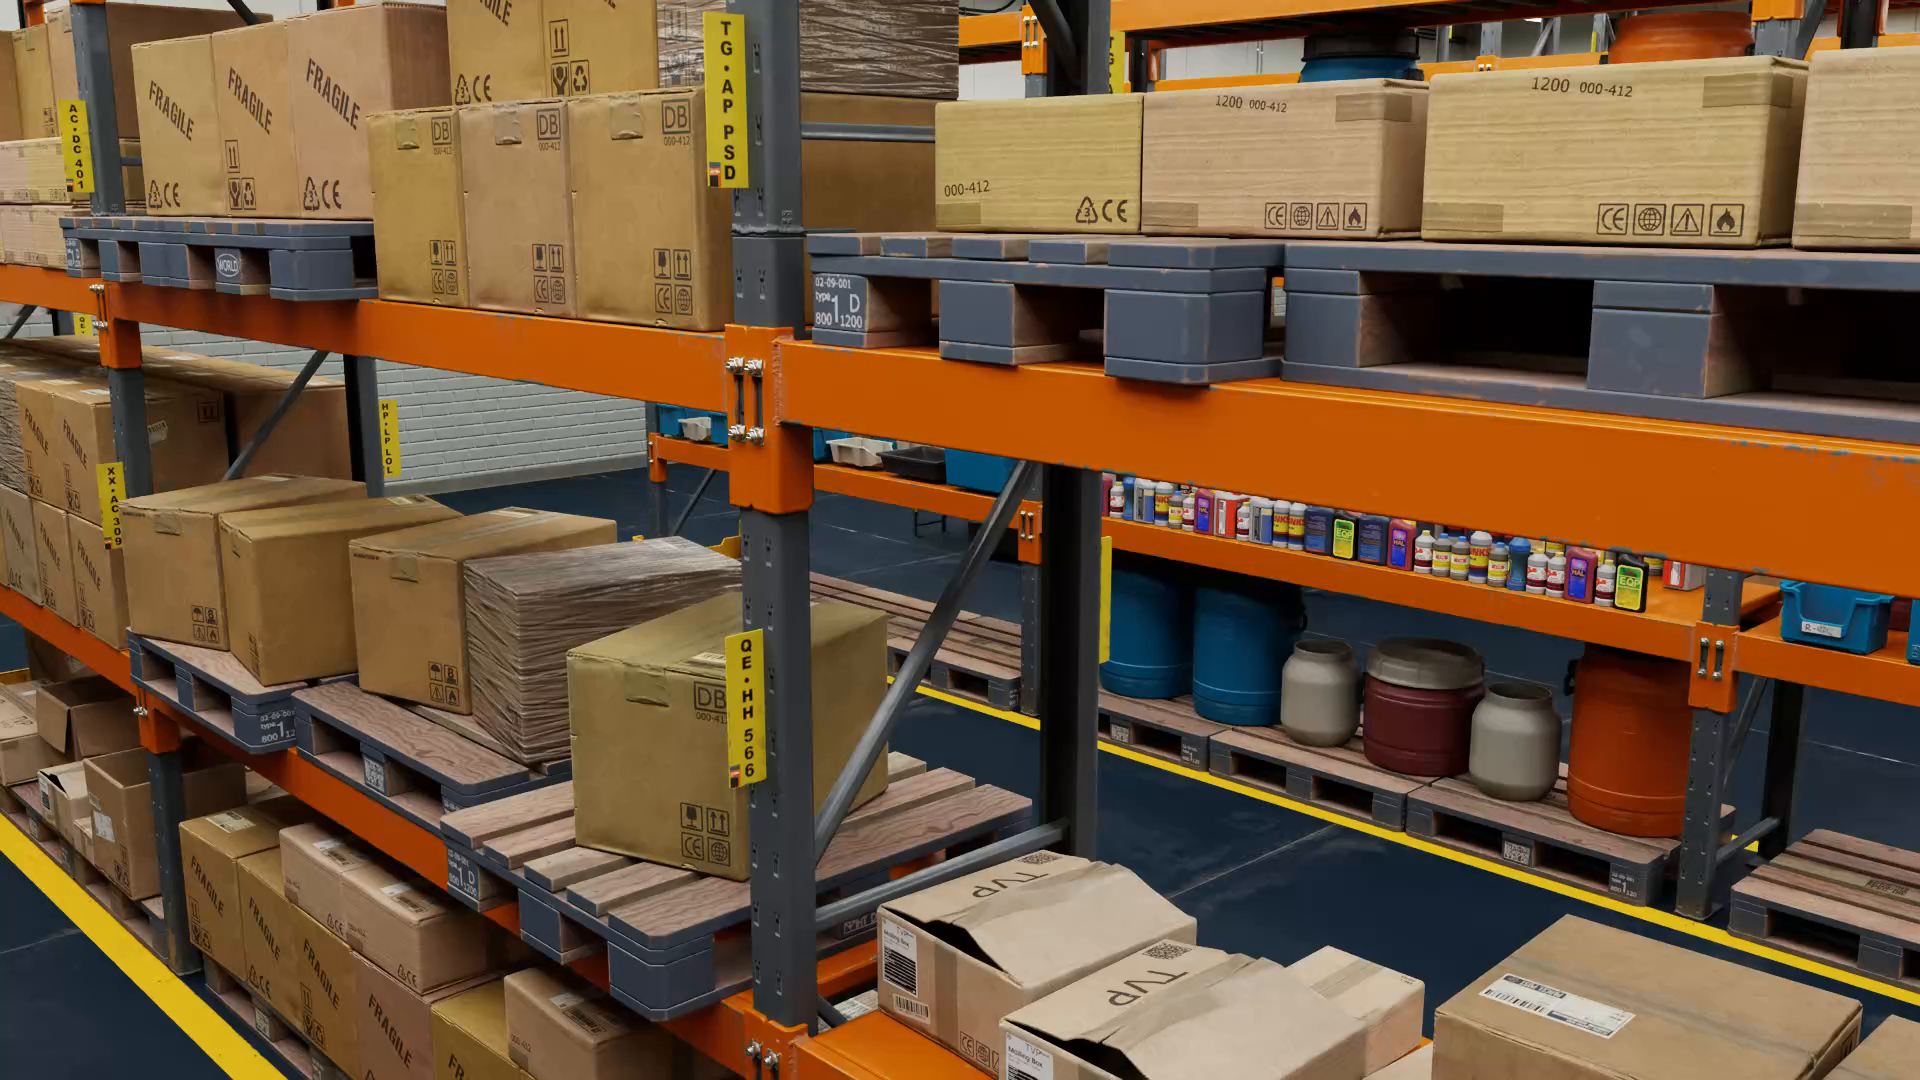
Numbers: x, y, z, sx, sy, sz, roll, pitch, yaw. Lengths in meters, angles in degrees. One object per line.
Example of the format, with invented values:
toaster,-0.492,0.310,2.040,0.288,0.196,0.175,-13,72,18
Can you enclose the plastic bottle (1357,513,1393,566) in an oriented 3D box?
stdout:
plastic bottle,2.074,-0.060,8.229,0.144,0.351,0.185,-11,16,-43

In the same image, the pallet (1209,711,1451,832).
pallet,2.118,1.190,8.951,1.003,0.211,1.213,-11,16,-43

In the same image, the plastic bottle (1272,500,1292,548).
plastic bottle,1.672,-0.099,8.616,0.097,0.271,0.097,0,12,0

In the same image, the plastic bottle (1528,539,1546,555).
plastic bottle,2.927,-0.067,8.430,0.061,0.283,0.133,-11,16,-43

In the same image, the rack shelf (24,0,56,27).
rack shelf,-4.198,-2.659,7.646,1.077,0.370,4.000,-11,16,-43

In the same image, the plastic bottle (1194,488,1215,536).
plastic bottle,1.326,-0.173,8.944,0.061,0.283,0.133,-11,16,-43

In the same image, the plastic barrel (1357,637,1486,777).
plastic barrel,2.401,0.853,8.612,0.600,0.588,0.708,-11,16,-43

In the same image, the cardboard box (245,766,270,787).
cardboard box,-3.555,1.173,8.053,0.380,0.166,0.250,-11,16,-43

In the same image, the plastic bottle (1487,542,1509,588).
plastic bottle,2.515,0.113,7.758,0.097,0.201,0.097,0,12,0

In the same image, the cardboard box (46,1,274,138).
cardboard box,-3.180,-1.856,6.667,0.700,0.500,0.500,-11,16,-43

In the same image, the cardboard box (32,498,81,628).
cardboard box,-3.705,0.056,7.296,0.500,0.500,0.500,-10,16,-41

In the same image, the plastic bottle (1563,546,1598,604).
plastic bottle,2.783,0.135,7.449,0.061,0.283,0.133,-11,16,-43

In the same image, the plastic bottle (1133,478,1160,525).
plastic bottle,1.065,-0.238,9.277,0.152,0.276,0.135,-11,16,-43

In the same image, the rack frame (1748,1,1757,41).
rack frame,12.343,-6.758,25.750,1.000,3.000,0.127,-11,16,-43

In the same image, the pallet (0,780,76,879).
pallet,-4.137,1.305,8.395,1.003,0.211,1.213,-11,16,-43

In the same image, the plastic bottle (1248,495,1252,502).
plastic bottle,1.562,-0.177,8.983,0.152,0.276,0.135,-11,16,-43

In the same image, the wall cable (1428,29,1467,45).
wall cable,9.371,-10.484,30.053,2.988,3.039,0.133,-11,16,-43

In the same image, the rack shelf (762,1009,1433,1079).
rack shelf,1.327,1.445,2.584,1.077,0.370,4.000,-11,16,-43

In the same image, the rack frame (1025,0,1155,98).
rack frame,0.768,-3.411,9.504,1.000,3.000,0.127,-11,16,-43

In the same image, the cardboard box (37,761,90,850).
cardboard box,-3.933,1.166,7.732,0.500,0.311,0.500,-11,16,-43

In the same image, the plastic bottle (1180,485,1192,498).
plastic bottle,1.374,-0.350,10.005,0.097,0.201,0.097,0,12,0

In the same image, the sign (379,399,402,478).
sign,-2.418,-0.428,7.023,0.100,0.325,0.005,-11,16,-43

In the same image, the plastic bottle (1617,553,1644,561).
plastic bottle,3.272,0.006,8.076,0.061,0.283,0.133,-11,16,-43

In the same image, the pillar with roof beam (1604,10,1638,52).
pillar with roof beam,8.019,-6.677,25.358,9.100,9.000,0.548,-11,16,-43

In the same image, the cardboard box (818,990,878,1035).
cardboard box,-0.528,1.628,5.019,0.500,0.500,0.500,11,16,43

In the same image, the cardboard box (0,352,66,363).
cardboard box,-4.755,-0.655,8.269,0.500,0.500,0.500,-11,16,-42

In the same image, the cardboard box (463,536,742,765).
cardboard box,-1.064,0.310,5.023,0.700,0.500,0.500,-7,14,-32

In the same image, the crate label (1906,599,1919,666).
crate label,4.021,0.277,6.386,0.502,0.435,0.616,-11,16,-43

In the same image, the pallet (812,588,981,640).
pallet,-0.614,0.613,11.750,1.003,0.211,1.213,-11,16,-43

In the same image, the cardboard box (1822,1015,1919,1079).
cardboard box,1.480,1.072,2.368,0.500,0.500,0.500,-11,16,-42

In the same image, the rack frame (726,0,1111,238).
rack frame,-0.054,-2.137,3.323,1.000,3.000,0.127,-11,16,-43

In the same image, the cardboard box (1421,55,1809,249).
cardboard box,1.062,-0.583,2.543,0.500,0.250,0.500,-11,16,-44

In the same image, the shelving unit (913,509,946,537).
shelving unit,-0.028,-0.737,15.109,0.431,1.500,0.755,-11,16,-43

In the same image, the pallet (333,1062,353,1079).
pallet,-1.381,1.875,5.628,1.003,0.211,1.213,-11,16,-43

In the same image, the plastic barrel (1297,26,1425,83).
plastic barrel,2.058,-2.165,8.608,0.600,0.901,0.708,-11,16,-43

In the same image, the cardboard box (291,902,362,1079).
cardboard box,-1.943,1.481,5.733,0.500,0.500,0.500,-11,16,-42

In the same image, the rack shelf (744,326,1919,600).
rack shelf,1.327,-0.024,2.281,1.077,0.370,4.000,-11,16,-43

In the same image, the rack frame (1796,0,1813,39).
rack frame,8.008,-4.777,16.137,1.000,3.000,0.127,-11,16,-43

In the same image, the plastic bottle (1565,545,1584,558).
plastic bottle,3.042,-0.014,8.201,0.097,0.271,0.097,0,12,0

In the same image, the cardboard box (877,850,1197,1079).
cardboard box,0.165,0.904,3.650,0.500,0.311,0.500,-10,15,-39

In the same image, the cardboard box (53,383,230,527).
cardboard box,-3.353,-0.359,6.834,0.500,0.500,0.500,-11,16,-42

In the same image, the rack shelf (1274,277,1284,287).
rack shelf,2.149,-1.297,8.462,1.077,0.370,4.000,-11,16,-43

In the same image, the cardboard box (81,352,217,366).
cardboard box,-4.007,-0.655,8.270,0.500,0.500,0.500,-10,15,-41

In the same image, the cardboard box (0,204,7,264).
cardboard box,-4.034,-1.358,7.348,0.500,0.250,0.500,-11,16,-43

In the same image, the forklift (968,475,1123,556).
forklift,1.588,-1.220,13.907,3.031,2.935,1.130,7,14,32

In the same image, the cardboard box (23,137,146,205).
cardboard box,-3.349,-1.456,6.584,0.500,0.250,0.500,-11,16,-43

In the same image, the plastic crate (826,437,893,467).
plastic crate,-0.652,-0.585,11.160,0.293,0.136,0.466,-11,16,-43

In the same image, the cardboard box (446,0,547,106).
cardboard box,-1.056,-1.420,4.550,0.500,0.500,0.500,-11,16,-43

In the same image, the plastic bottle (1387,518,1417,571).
plastic bottle,2.153,0.002,8.095,0.061,0.283,0.133,-11,16,-43

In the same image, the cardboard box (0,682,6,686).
cardboard box,-5.539,0.923,9.309,0.380,0.149,0.250,-11,16,-43

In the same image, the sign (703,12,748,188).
sign,-0.448,-0.846,3.208,0.100,0.325,0.005,-11,16,-43

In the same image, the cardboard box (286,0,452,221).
cardboard box,-1.599,-1.277,5.047,0.600,0.600,0.600,11,16,43

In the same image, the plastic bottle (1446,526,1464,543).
plastic bottle,2.608,-0.123,8.733,0.097,0.271,0.097,0,12,0

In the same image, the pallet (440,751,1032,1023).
pallet,-0.573,0.806,4.380,1.213,0.211,1.003,-11,16,-43

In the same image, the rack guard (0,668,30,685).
rack guard,-5.527,0.869,9.794,1.175,0.500,0.348,-11,16,-43

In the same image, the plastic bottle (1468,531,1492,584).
plastic bottle,2.448,0.065,7.820,0.097,0.271,0.097,0,12,0

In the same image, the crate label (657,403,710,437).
crate label,-2.062,-0.922,12.556,0.416,0.233,0.303,-11,16,-43
